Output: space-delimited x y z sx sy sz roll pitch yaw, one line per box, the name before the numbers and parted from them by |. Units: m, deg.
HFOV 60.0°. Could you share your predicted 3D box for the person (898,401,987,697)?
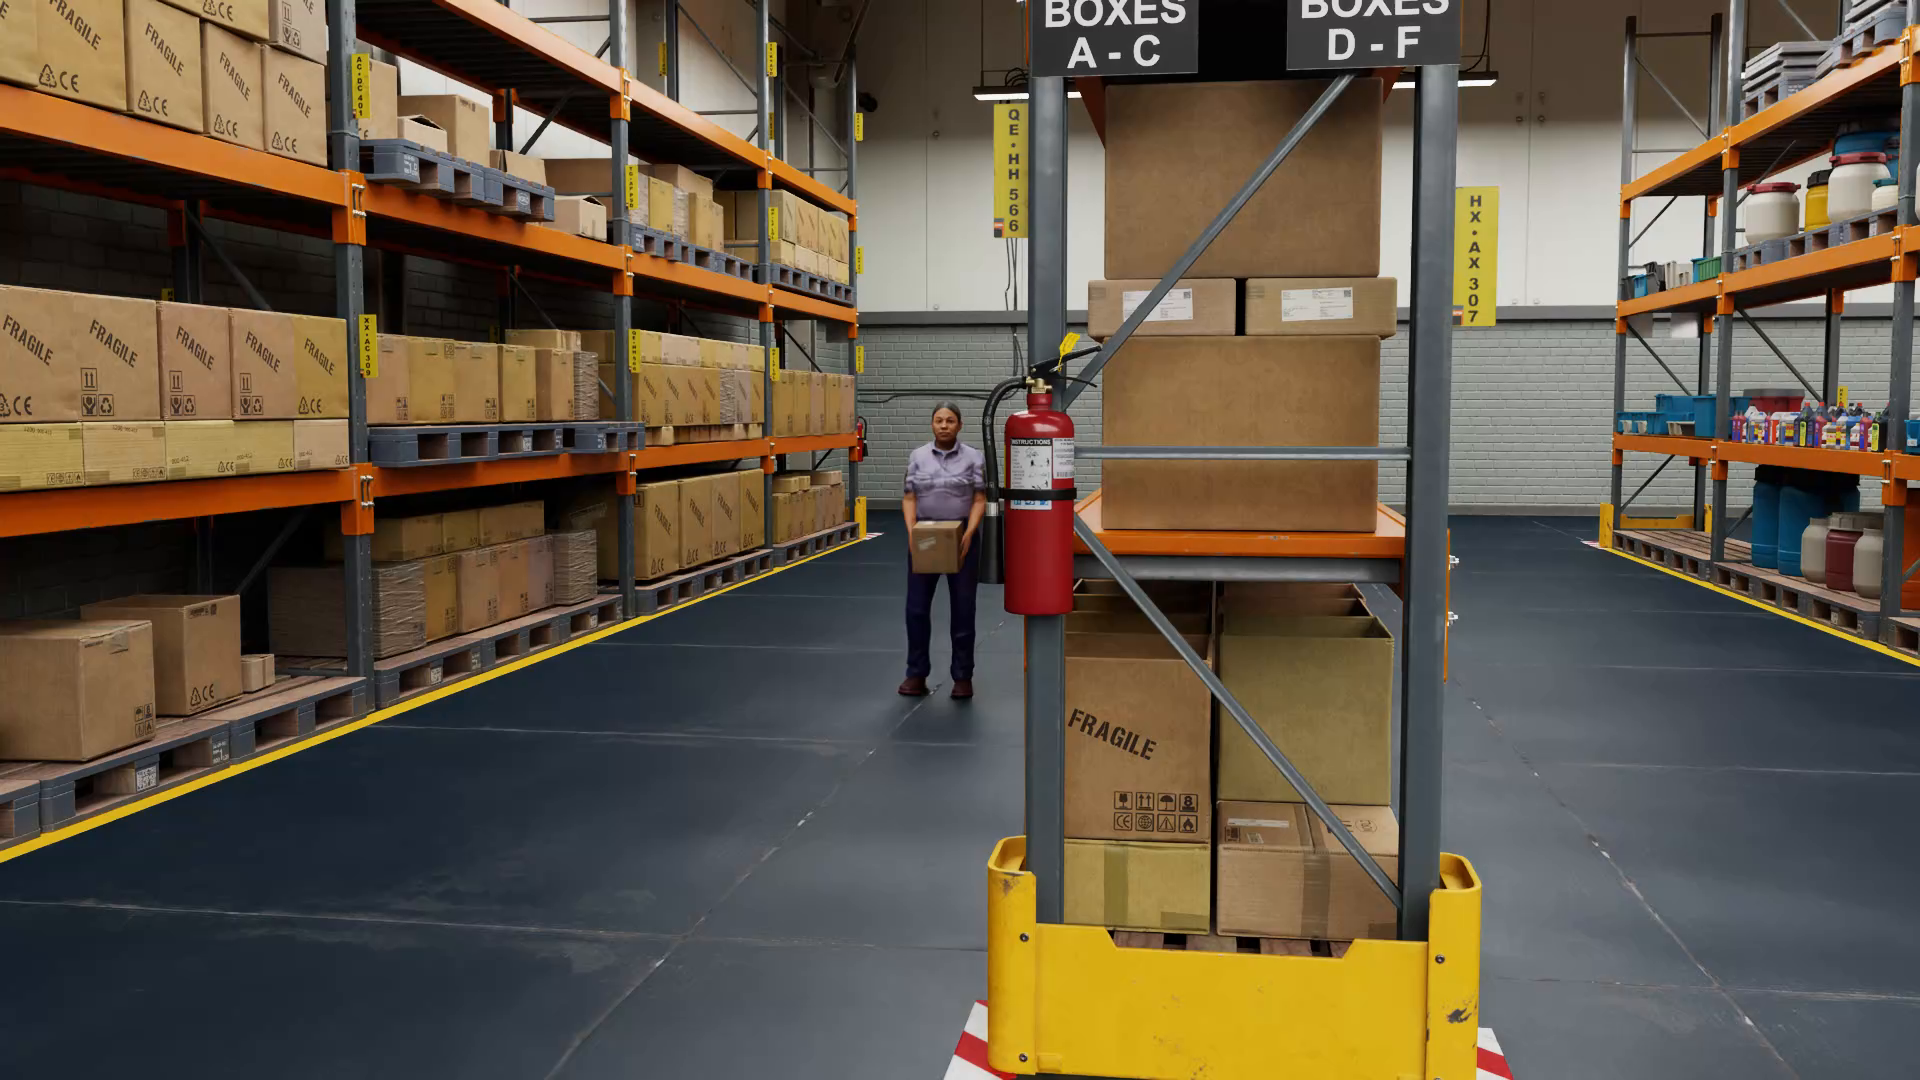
person | -0.094 0.044 9.382 0.498 1.656 0.450 1 5 8
